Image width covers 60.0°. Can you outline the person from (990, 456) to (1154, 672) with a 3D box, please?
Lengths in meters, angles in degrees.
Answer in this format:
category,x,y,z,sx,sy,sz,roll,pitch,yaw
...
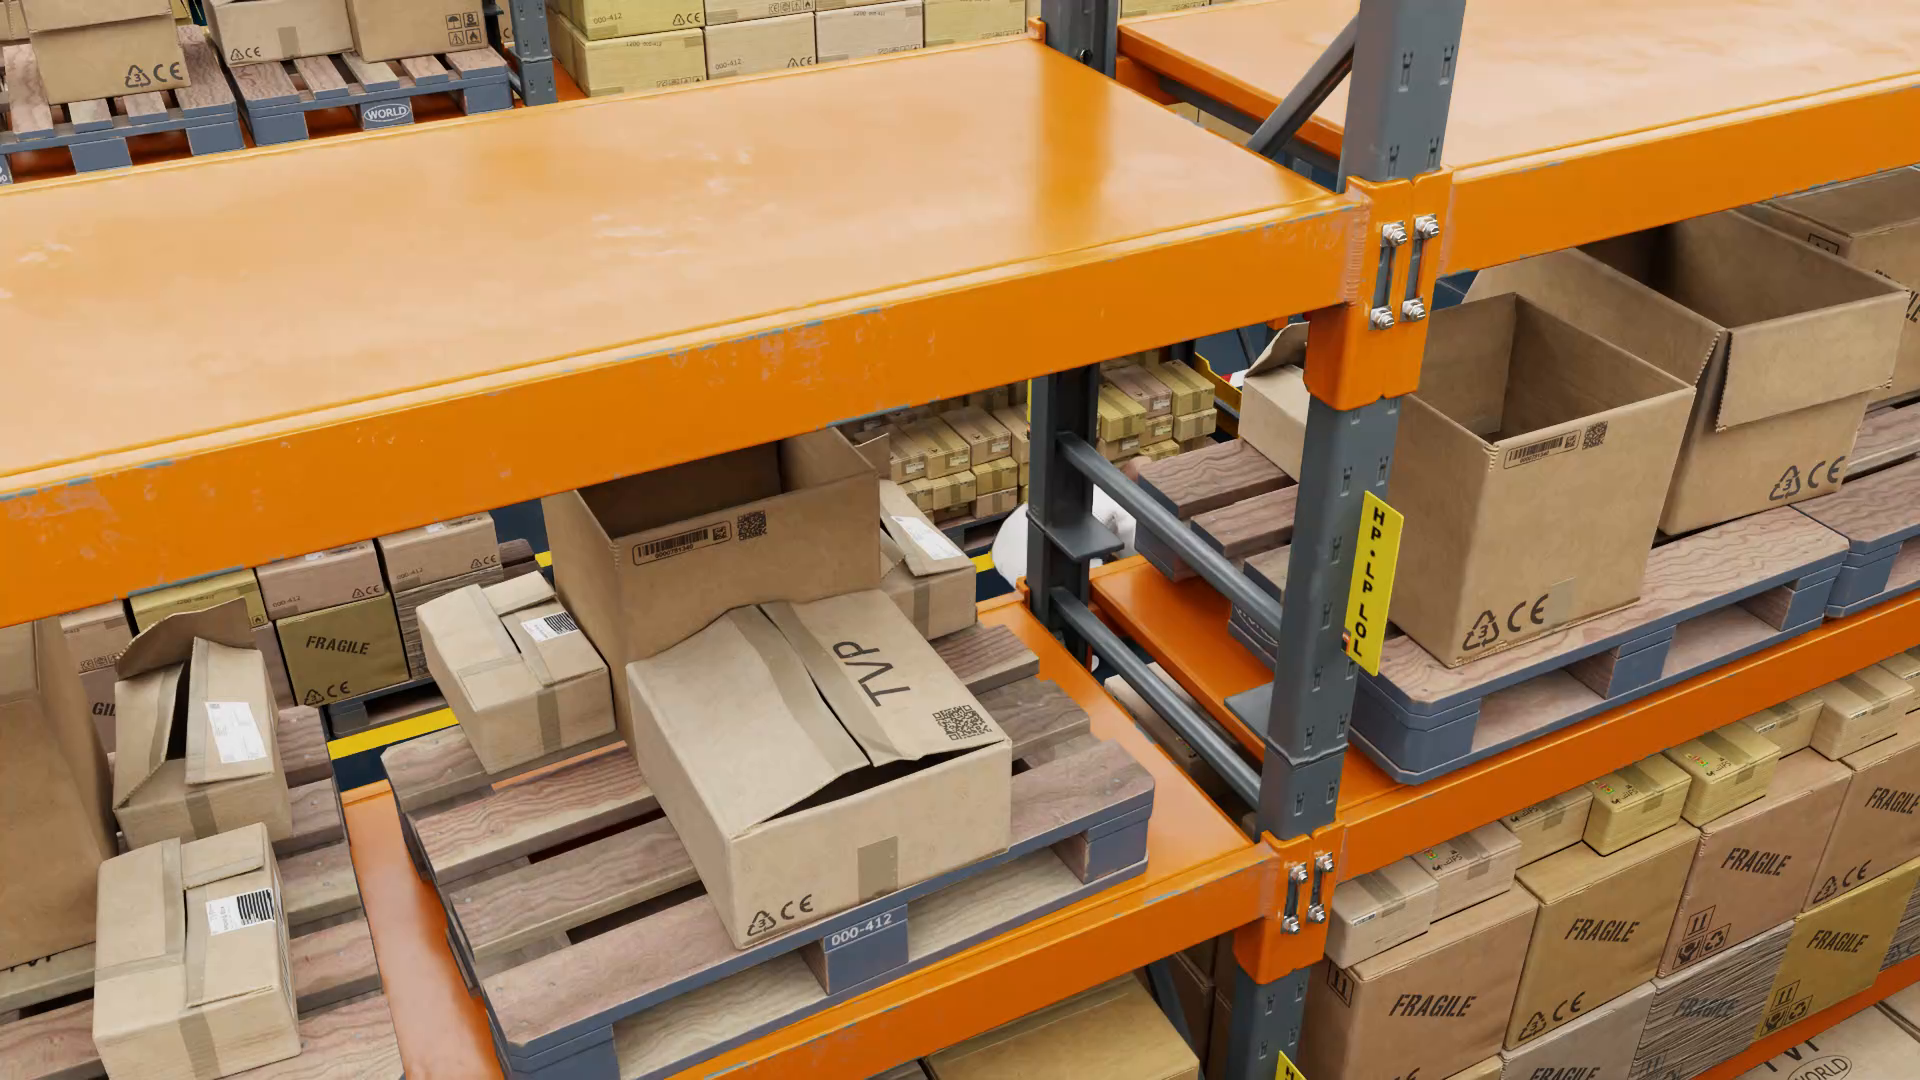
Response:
category,x,y,z,sx,sy,sz,roll,pitch,yaw
person,0.591,0.151,8.147,0.952,0.970,0.594,-18,37,-26
